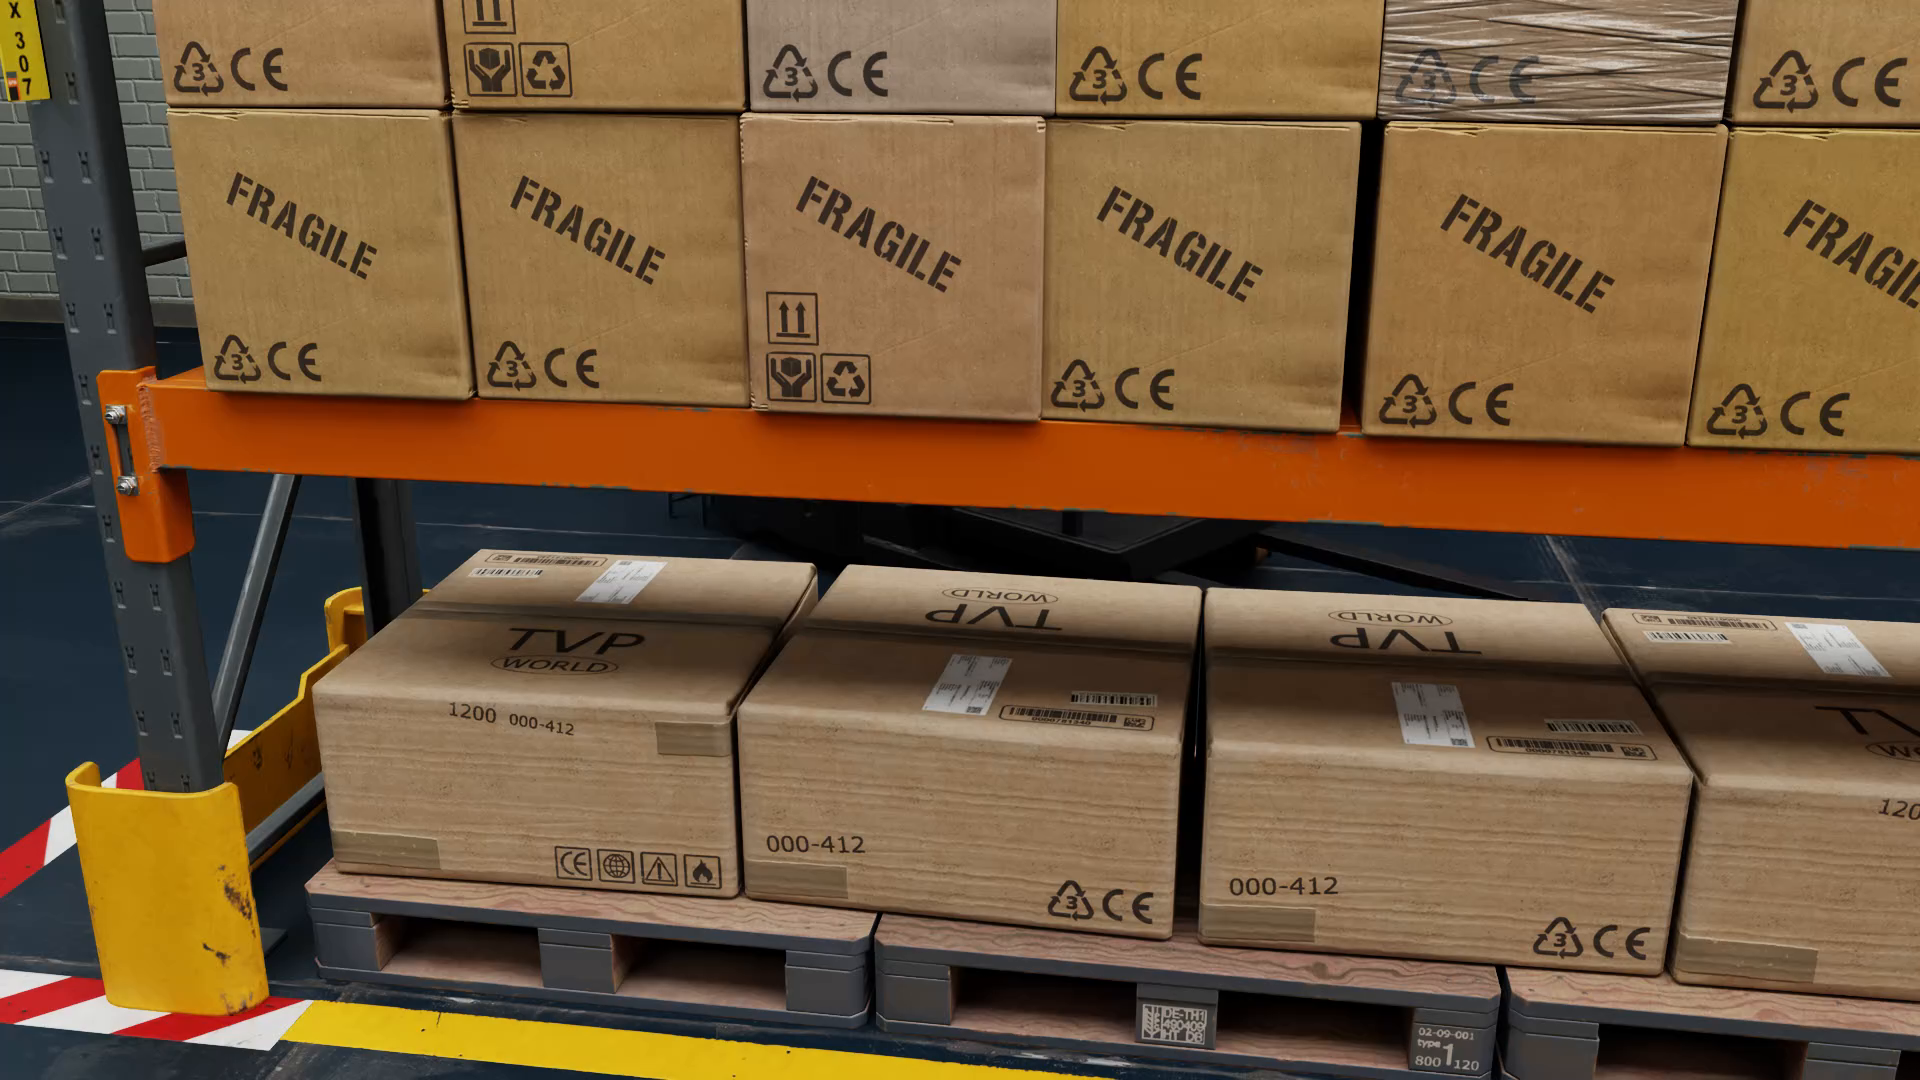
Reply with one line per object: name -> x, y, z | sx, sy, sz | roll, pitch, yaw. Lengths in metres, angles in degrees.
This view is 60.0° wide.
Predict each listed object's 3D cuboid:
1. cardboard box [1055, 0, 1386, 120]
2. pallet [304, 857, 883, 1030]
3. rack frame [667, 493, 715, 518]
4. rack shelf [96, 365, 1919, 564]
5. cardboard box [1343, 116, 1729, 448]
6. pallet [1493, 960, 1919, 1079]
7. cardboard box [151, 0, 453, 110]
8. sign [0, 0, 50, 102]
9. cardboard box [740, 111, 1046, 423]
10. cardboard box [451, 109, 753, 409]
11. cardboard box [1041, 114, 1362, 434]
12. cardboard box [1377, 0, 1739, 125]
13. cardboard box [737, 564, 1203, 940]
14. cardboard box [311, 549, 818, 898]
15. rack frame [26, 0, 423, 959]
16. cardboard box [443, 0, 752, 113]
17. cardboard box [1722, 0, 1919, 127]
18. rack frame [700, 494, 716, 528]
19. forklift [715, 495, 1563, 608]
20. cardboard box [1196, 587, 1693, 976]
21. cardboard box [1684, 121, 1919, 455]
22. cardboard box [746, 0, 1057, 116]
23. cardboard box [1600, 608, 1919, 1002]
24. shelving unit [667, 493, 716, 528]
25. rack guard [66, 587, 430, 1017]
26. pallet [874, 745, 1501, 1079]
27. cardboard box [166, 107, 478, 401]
cardboard box -> 0.436, -0.972, 2.749 | 0.500, 0.500, 0.500 | 3, 19, 9
pallet -> -0.705, 0.702, 3.873 | 1.213, 0.211, 1.003 | 3, 19, 9
rack frame -> -1.071, -0.543, 6.509 | 0.006, 0.900, 0.240 | 15, 24, 39
rack shelf -> 0.468, -0.195, 3.291 | 4.000, 0.370, 1.077 | 3, 19, 9
cardboard box -> 0.937, -0.471, 2.825 | 0.500, 0.500, 0.500 | 3, 19, 8
pallet -> 1.704, 0.825, 3.506 | 1.213, 0.211, 1.003 | 3, 19, 9
cardboard box -> -1.078, -1.045, 2.964 | 0.500, 0.500, 0.500 | 3, 19, 7
sign -> -1.600, -0.911, 2.809 | 0.005, 0.325, 0.100 | 3, 19, 9
cardboard box -> -0.075, -0.522, 2.977 | 0.500, 0.500, 0.500 | 3, 19, 8
cardboard box -> -0.574, -0.553, 3.071 | 0.500, 0.500, 0.500 | 3, 19, 8
cardboard box -> 0.422, -0.502, 2.918 | 0.500, 0.500, 0.500 | 4, 19, 10
cardboard box -> 0.929, -0.945, 2.666 | 0.500, 0.500, 0.500 | 3, 19, 9
cardboard box -> 0.066, 0.425, 3.682 | 0.875, 0.438, 0.875 | 3, 19, 10
cardboard box -> -0.839, 0.381, 3.812 | 0.875, 0.438, 0.875 | 2, 19, 7
rack frame -> -1.507, -0.636, 3.478 | 0.127, 3.000, 1.000 | 3, 19, 9
cardboard box -> -0.567, -1.021, 2.893 | 0.500, 0.500, 0.500 | 2, 19, 7
cardboard box -> 1.433, -0.922, 2.598 | 0.500, 0.500, 0.500 | 3, 19, 8
rack frame -> -0.918, -0.501, 6.382 | 0.006, 0.900, 0.240 | 15, 24, 39
forklift -> 0.487, -1.238, 5.383 | 3.031, 2.935, 1.130 | 16, 24, 40
cardboard box -> 0.956, 0.471, 3.545 | 0.875, 0.438, 0.875 | 2, 19, 7
cardboard box -> 1.435, -0.450, 2.763 | 0.500, 0.500, 0.500 | 2, 19, 7
cardboard box -> -0.057, -0.997, 2.823 | 0.500, 0.500, 0.500 | 3, 19, 8
cardboard box -> 1.840, 0.516, 3.411 | 0.875, 0.438, 0.875 | 3, 19, 8
shelving unit -> -0.994, -0.522, 6.446 | 0.210, 0.900, 0.258 | 15, 24, 39
rack guard -> -1.530, 0.548, 3.878 | 0.348, 0.500, 1.175 | 3, 19, 9
pallet -> 0.496, 0.764, 3.687 | 1.213, 0.211, 1.003 | 3, 19, 9
cardboard box -> -1.078, -0.570, 3.121 | 0.500, 0.500, 0.500 | 3, 19, 8
